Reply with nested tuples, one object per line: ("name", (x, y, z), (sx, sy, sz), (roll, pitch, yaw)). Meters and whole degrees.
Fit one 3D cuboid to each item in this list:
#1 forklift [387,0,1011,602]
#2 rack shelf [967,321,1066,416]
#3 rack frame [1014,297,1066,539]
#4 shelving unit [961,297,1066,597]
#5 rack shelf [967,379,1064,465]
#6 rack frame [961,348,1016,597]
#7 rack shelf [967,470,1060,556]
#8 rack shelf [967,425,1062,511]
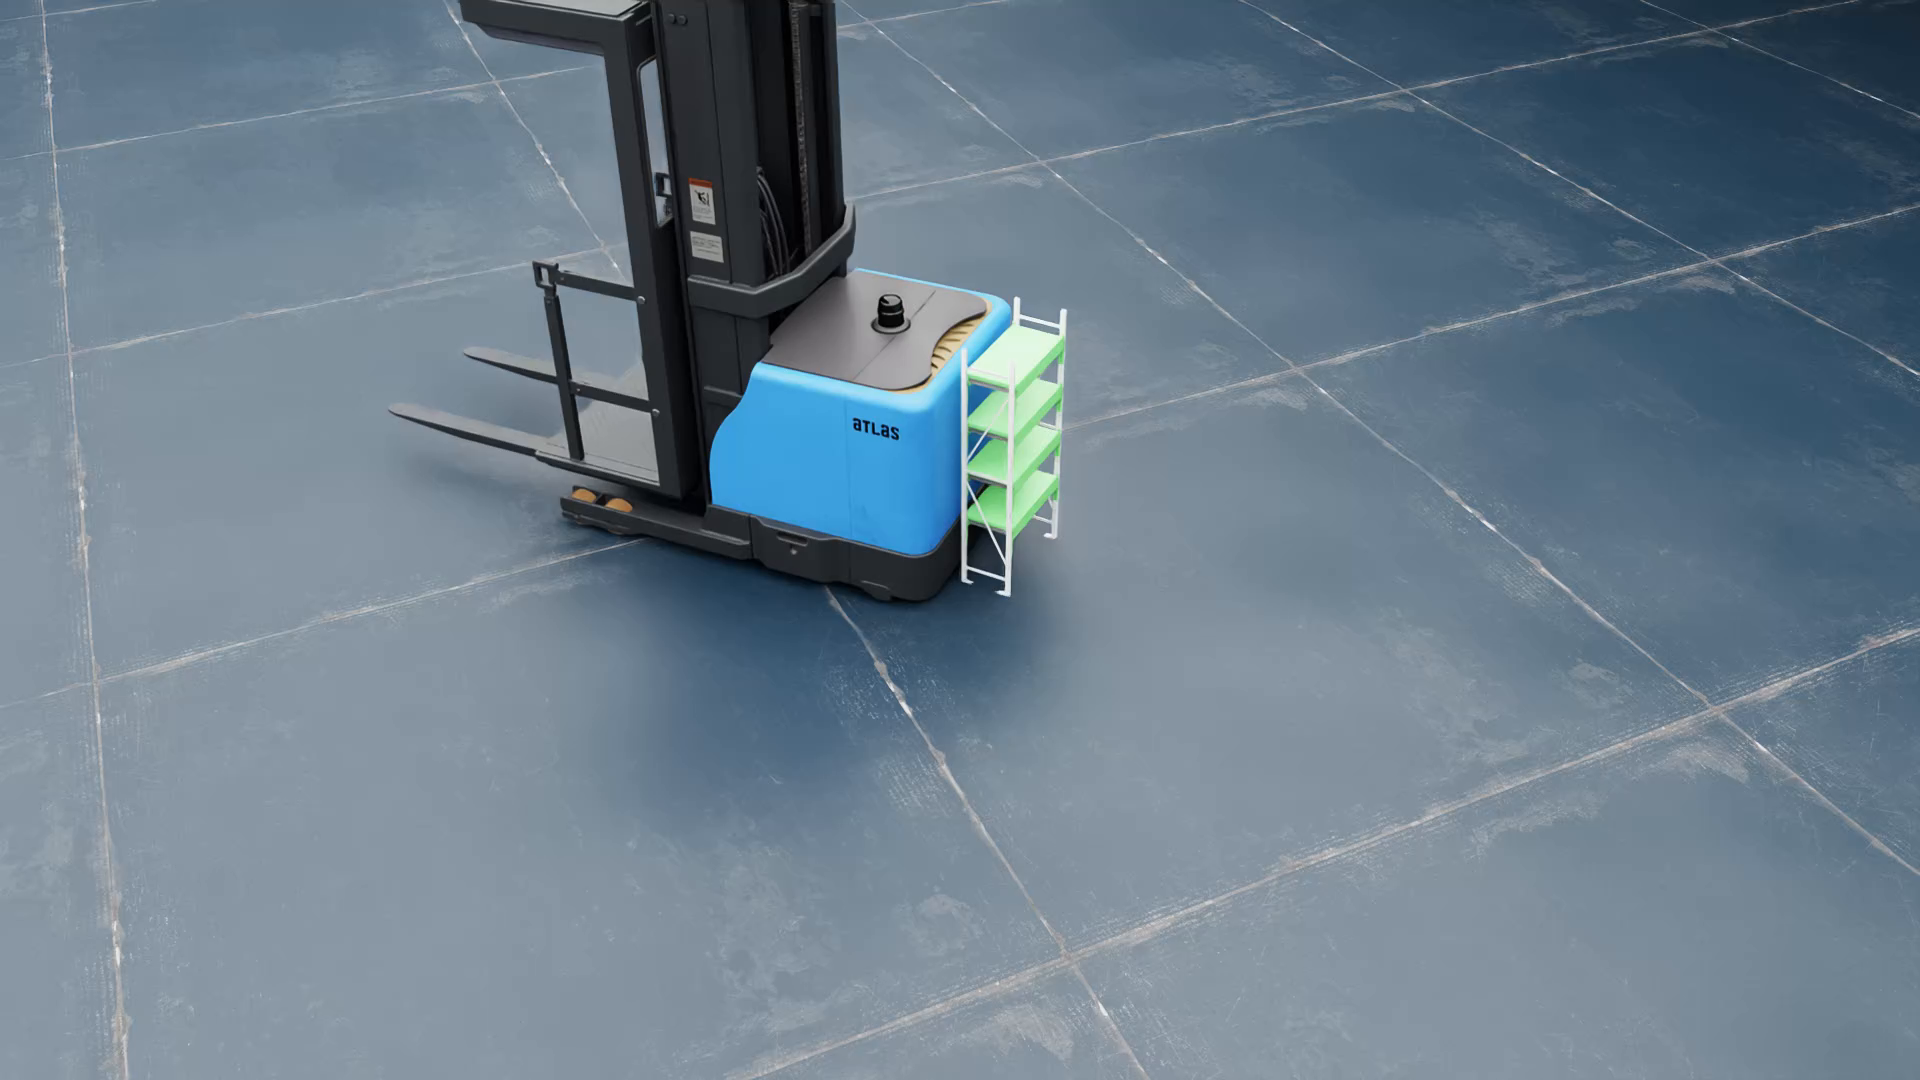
("forklift", (-1.323, -1.476, 7.279), (3.031, 2.935, 1.130), (14, 39, 18))
("rack shelf", (0.229, -0.729, 7.027), (0.258, 0.148, 0.480), (17, 40, 22))
("rack frame", (0.342, -0.523, 7.449), (0.240, 1.200, 0.015), (17, 40, 22))
("shelving unit", (0.229, -0.395, 7.275), (0.258, 1.200, 0.503), (17, 40, 22))
("rack shelf", (0.229, -0.536, 7.170), (0.258, 0.148, 0.480), (17, 40, 22))
("rack frame", (0.115, -0.266, 7.101), (0.240, 1.200, 0.015), (17, 40, 22))
("rack shelf", (0.229, -0.151, 7.456), (0.258, 0.148, 0.480), (17, 40, 22))
("rack shelf", (0.229, -0.343, 7.313), (0.258, 0.148, 0.480), (17, 40, 22))
